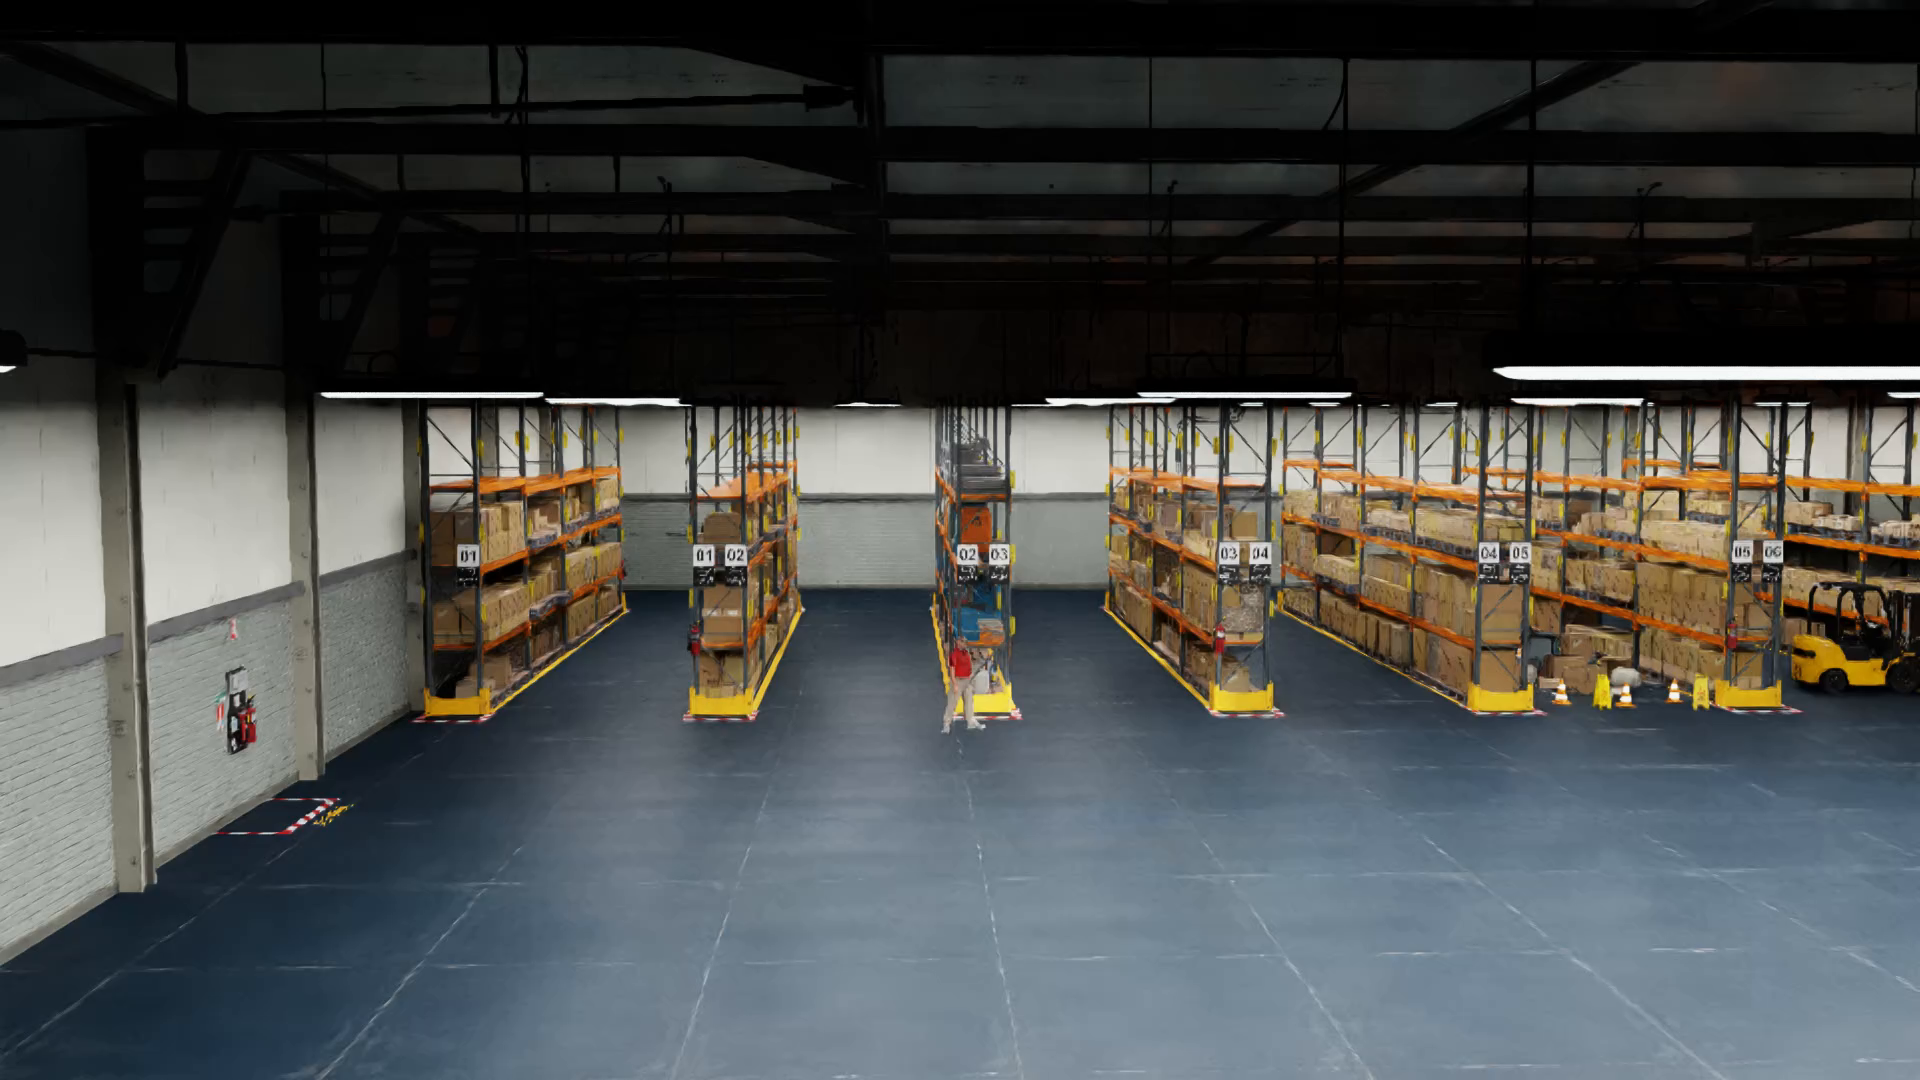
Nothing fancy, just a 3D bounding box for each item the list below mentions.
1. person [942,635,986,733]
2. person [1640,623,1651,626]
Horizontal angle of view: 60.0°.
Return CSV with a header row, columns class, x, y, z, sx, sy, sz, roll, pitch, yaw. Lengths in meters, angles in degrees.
class,x,y,z,sx,sy,sz,roll,pitch,yaw
person,0.034,2.533,29.486,0.582,1.719,0.772,3,5,34
person,18.171,1.444,43.631,0.545,1.662,0.591,1,5,16
